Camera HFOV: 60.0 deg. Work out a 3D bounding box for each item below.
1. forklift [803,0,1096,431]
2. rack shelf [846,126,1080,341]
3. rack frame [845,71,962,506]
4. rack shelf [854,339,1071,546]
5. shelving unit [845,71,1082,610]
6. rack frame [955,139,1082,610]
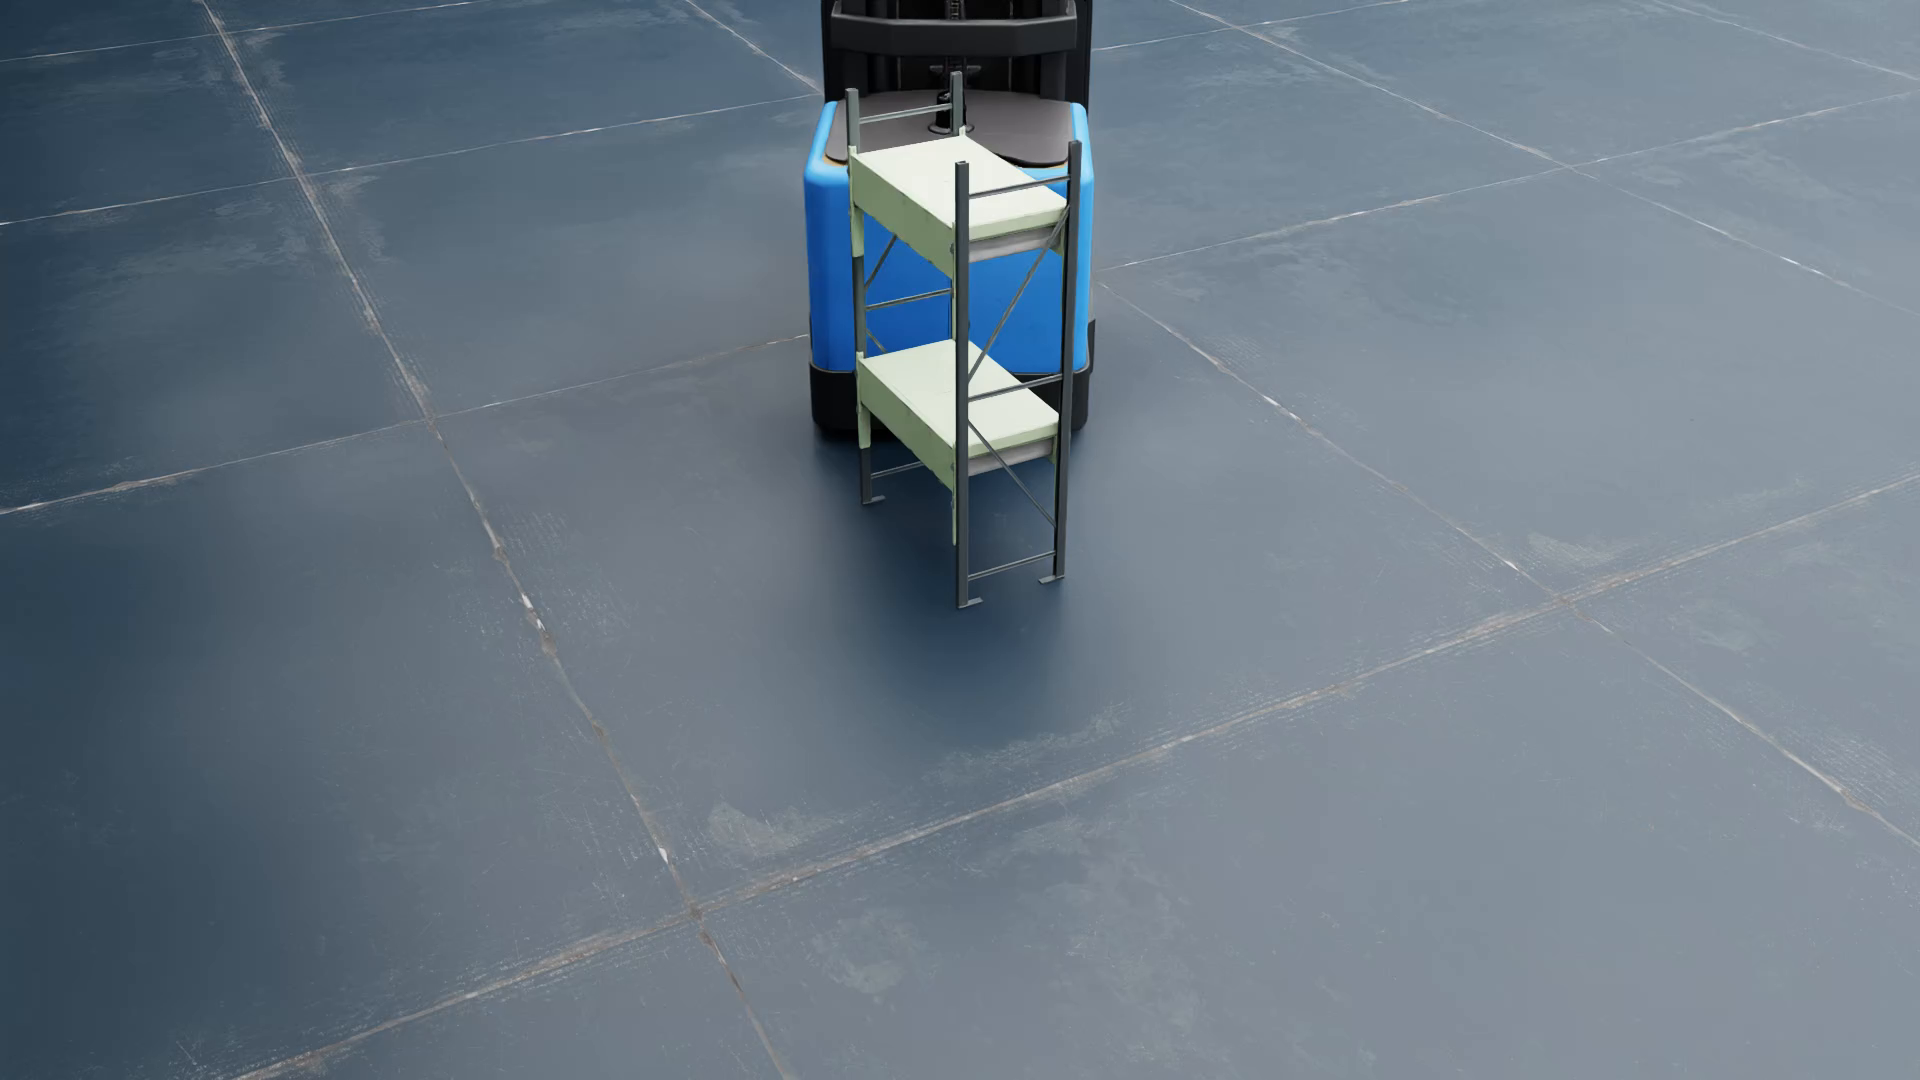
[{"bbox_3d":[-0.008,-2.402,6.781,1.130,2.935,3.031,1,33,1],"label":"forklift"},{"bbox_3d":[-0.003,-0.963,5.140,0.431,0.370,0.720,-16,36,-23],"label":"rack shelf"},{"bbox_3d":[-0.174,-0.809,5.623,0.400,1.500,0.023,-16,36,-23],"label":"rack frame"},{"bbox_3d":[-0.003,-0.360,5.526,0.431,0.370,0.720,-16,36,-23],"label":"rack shelf"},{"bbox_3d":[-0.003,-0.635,5.350,0.431,1.500,0.755,-16,36,-23],"label":"shelving unit"},{"bbox_3d":[0.168,-0.460,5.078,0.400,1.500,0.023,-16,36,-23],"label":"rack frame"}]
